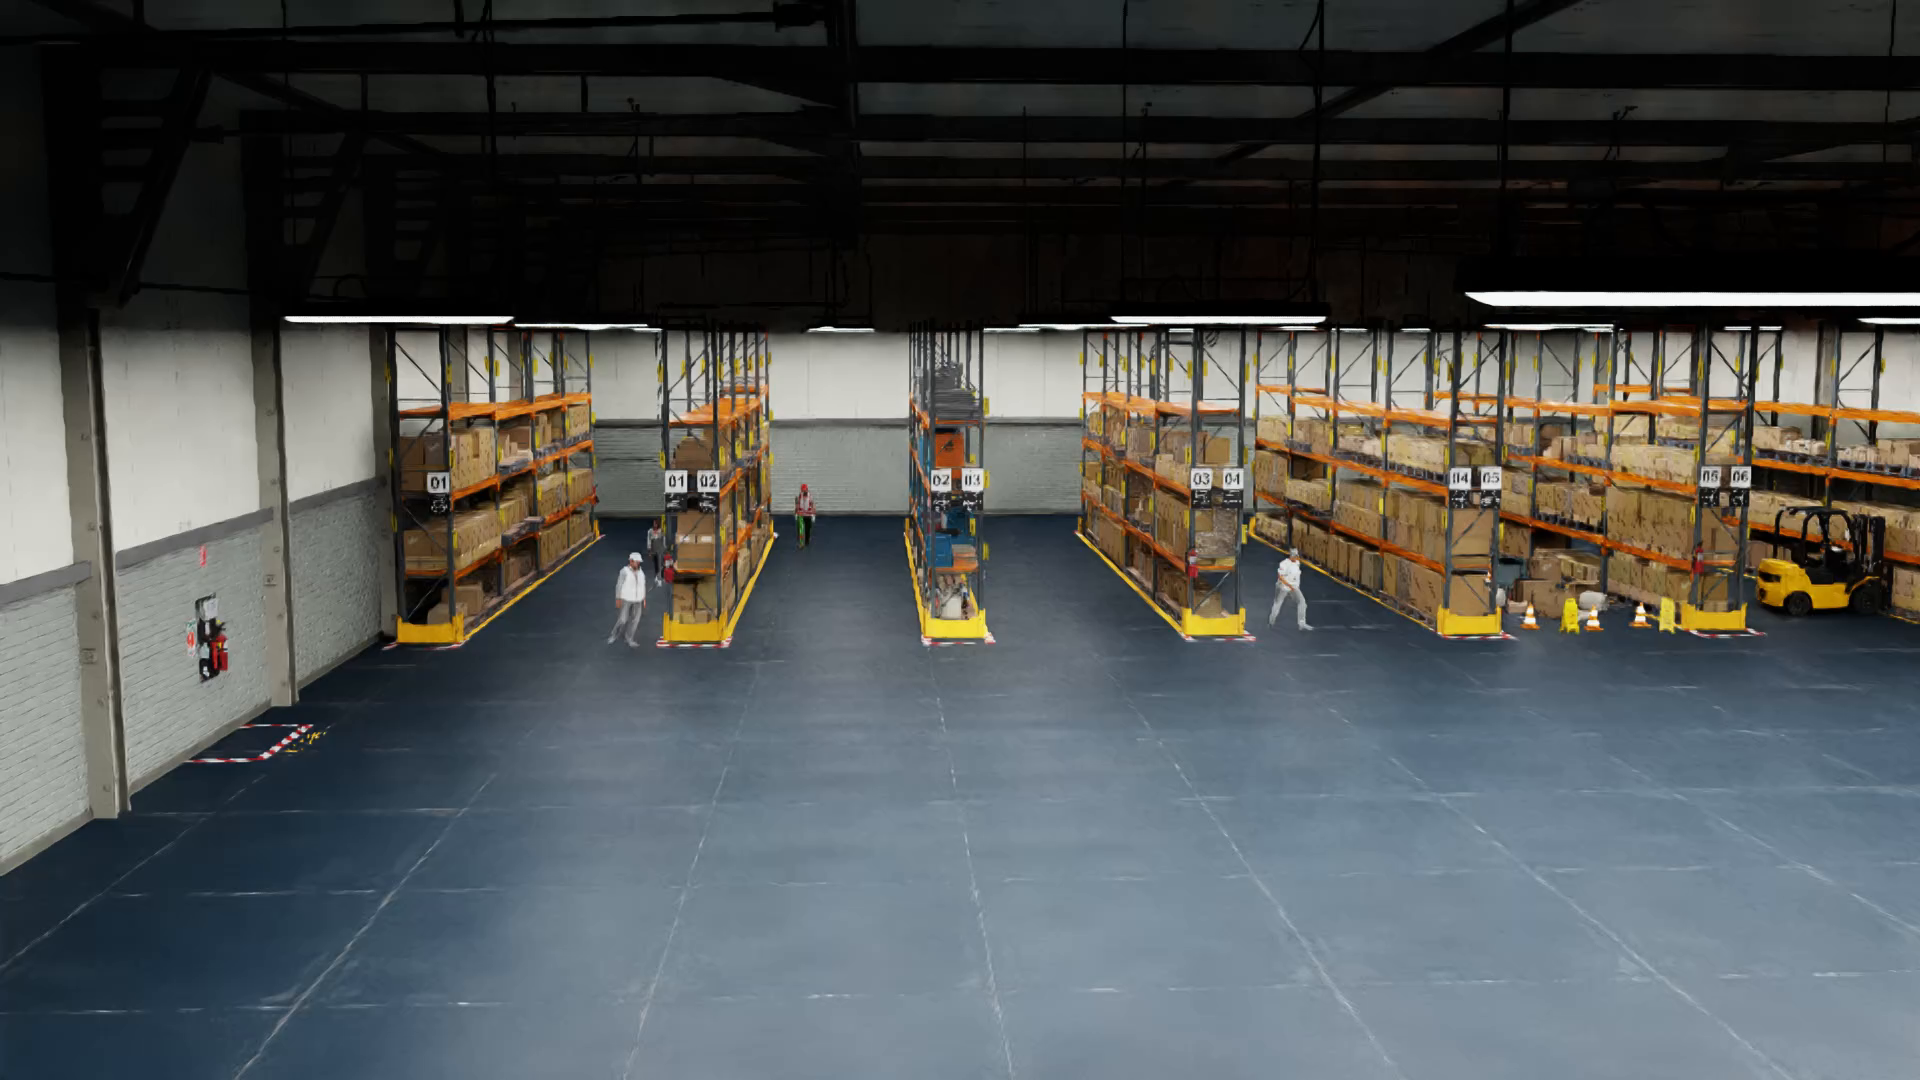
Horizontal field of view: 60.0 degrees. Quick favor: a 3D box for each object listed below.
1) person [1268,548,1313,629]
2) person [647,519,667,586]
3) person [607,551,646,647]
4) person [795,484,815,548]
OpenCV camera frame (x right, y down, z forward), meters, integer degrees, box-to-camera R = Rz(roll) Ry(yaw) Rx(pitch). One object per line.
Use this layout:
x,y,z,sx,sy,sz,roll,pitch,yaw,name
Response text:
6.417,0.930,32.399,0.661,1.599,0.805,-3,8,-21,person
-6.957,0.253,38.119,0.417,1.517,1.036,0,7,-1,person
-6.132,1.085,30.597,0.715,1.754,0.529,-6,9,-40,person
-4.178,-0.682,44.889,0.550,1.709,0.967,-1,7,-5,person
